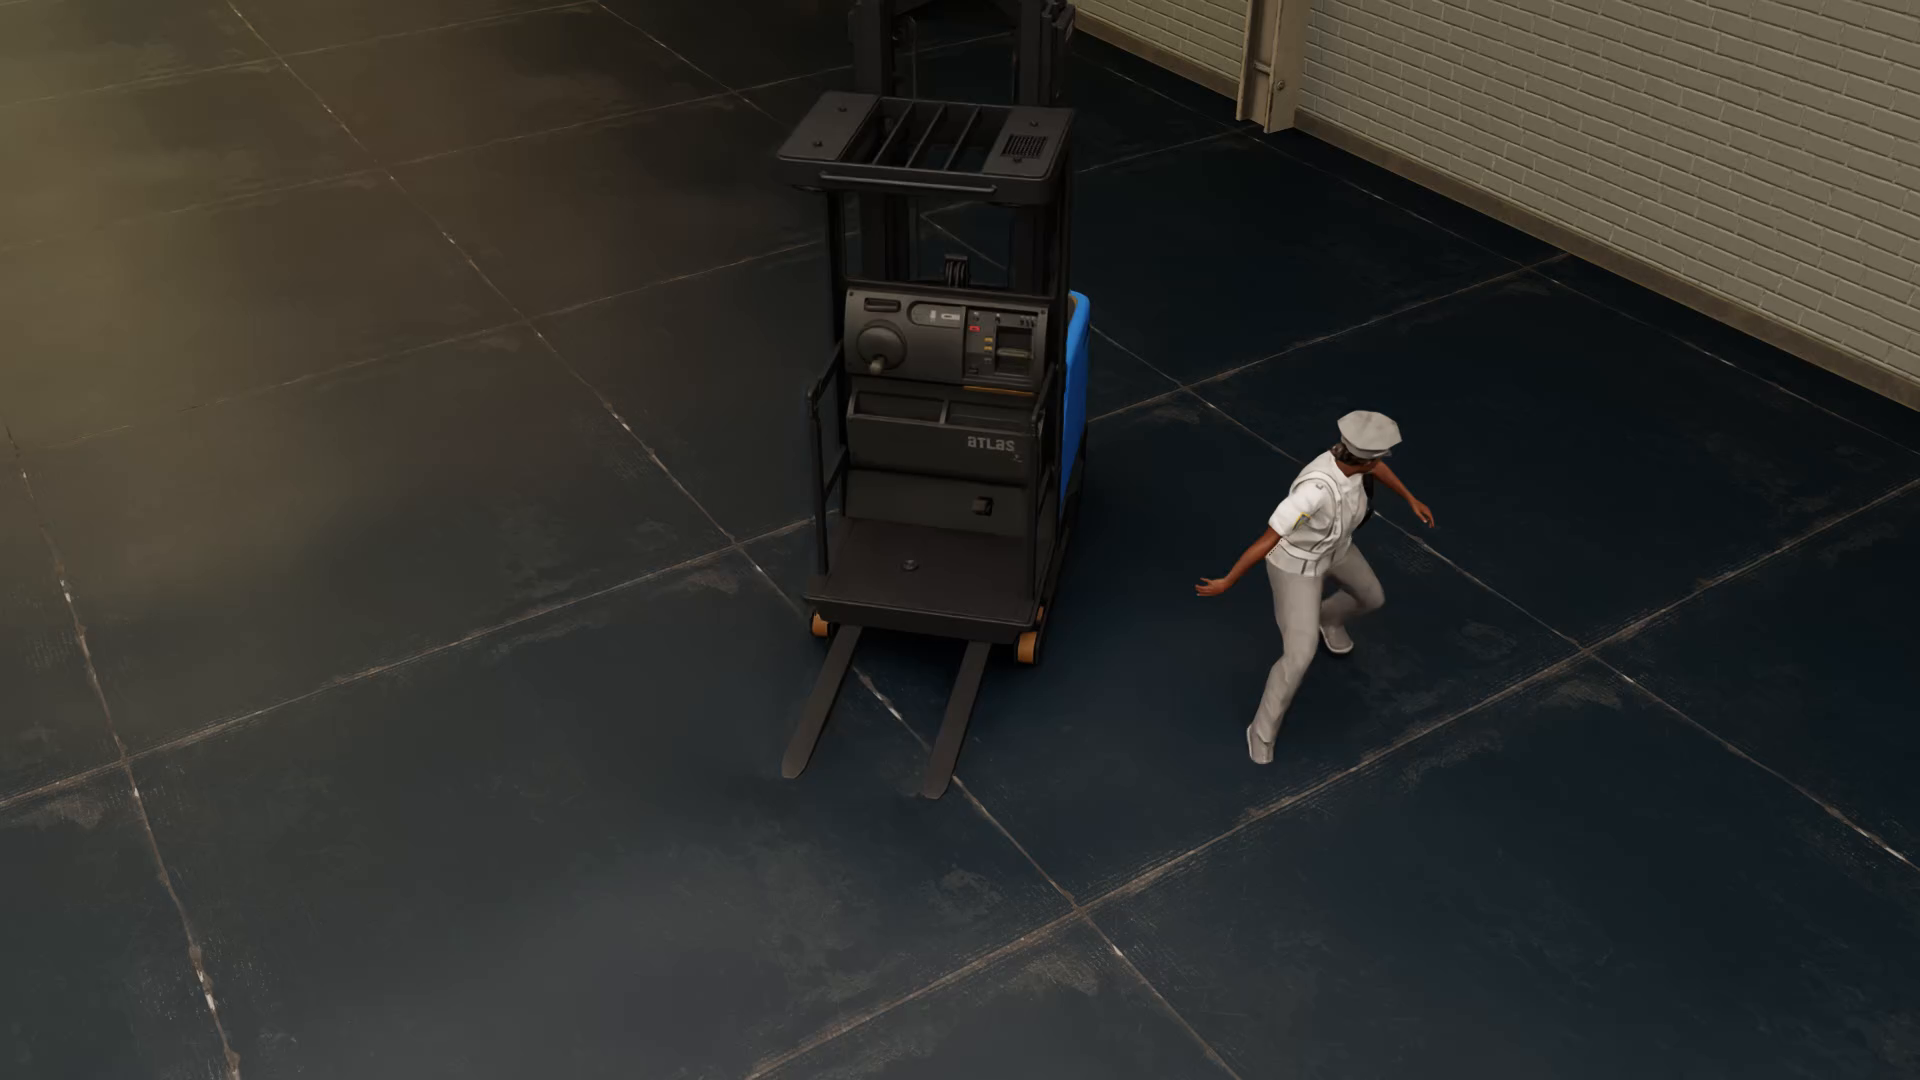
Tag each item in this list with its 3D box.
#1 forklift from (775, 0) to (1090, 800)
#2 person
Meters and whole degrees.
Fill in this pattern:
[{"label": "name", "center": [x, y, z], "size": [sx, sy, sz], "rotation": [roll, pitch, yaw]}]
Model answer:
[{"label": "forklift", "center": [-0.108, -0.847, 7.352], "size": [1.130, 2.935, 3.031], "rotation": [7, 36, 10]}, {"label": "person", "center": [1.547, 0.157, 7.262], "size": [1.030, 1.609, 0.532], "rotation": [-28, 44, -34]}]
